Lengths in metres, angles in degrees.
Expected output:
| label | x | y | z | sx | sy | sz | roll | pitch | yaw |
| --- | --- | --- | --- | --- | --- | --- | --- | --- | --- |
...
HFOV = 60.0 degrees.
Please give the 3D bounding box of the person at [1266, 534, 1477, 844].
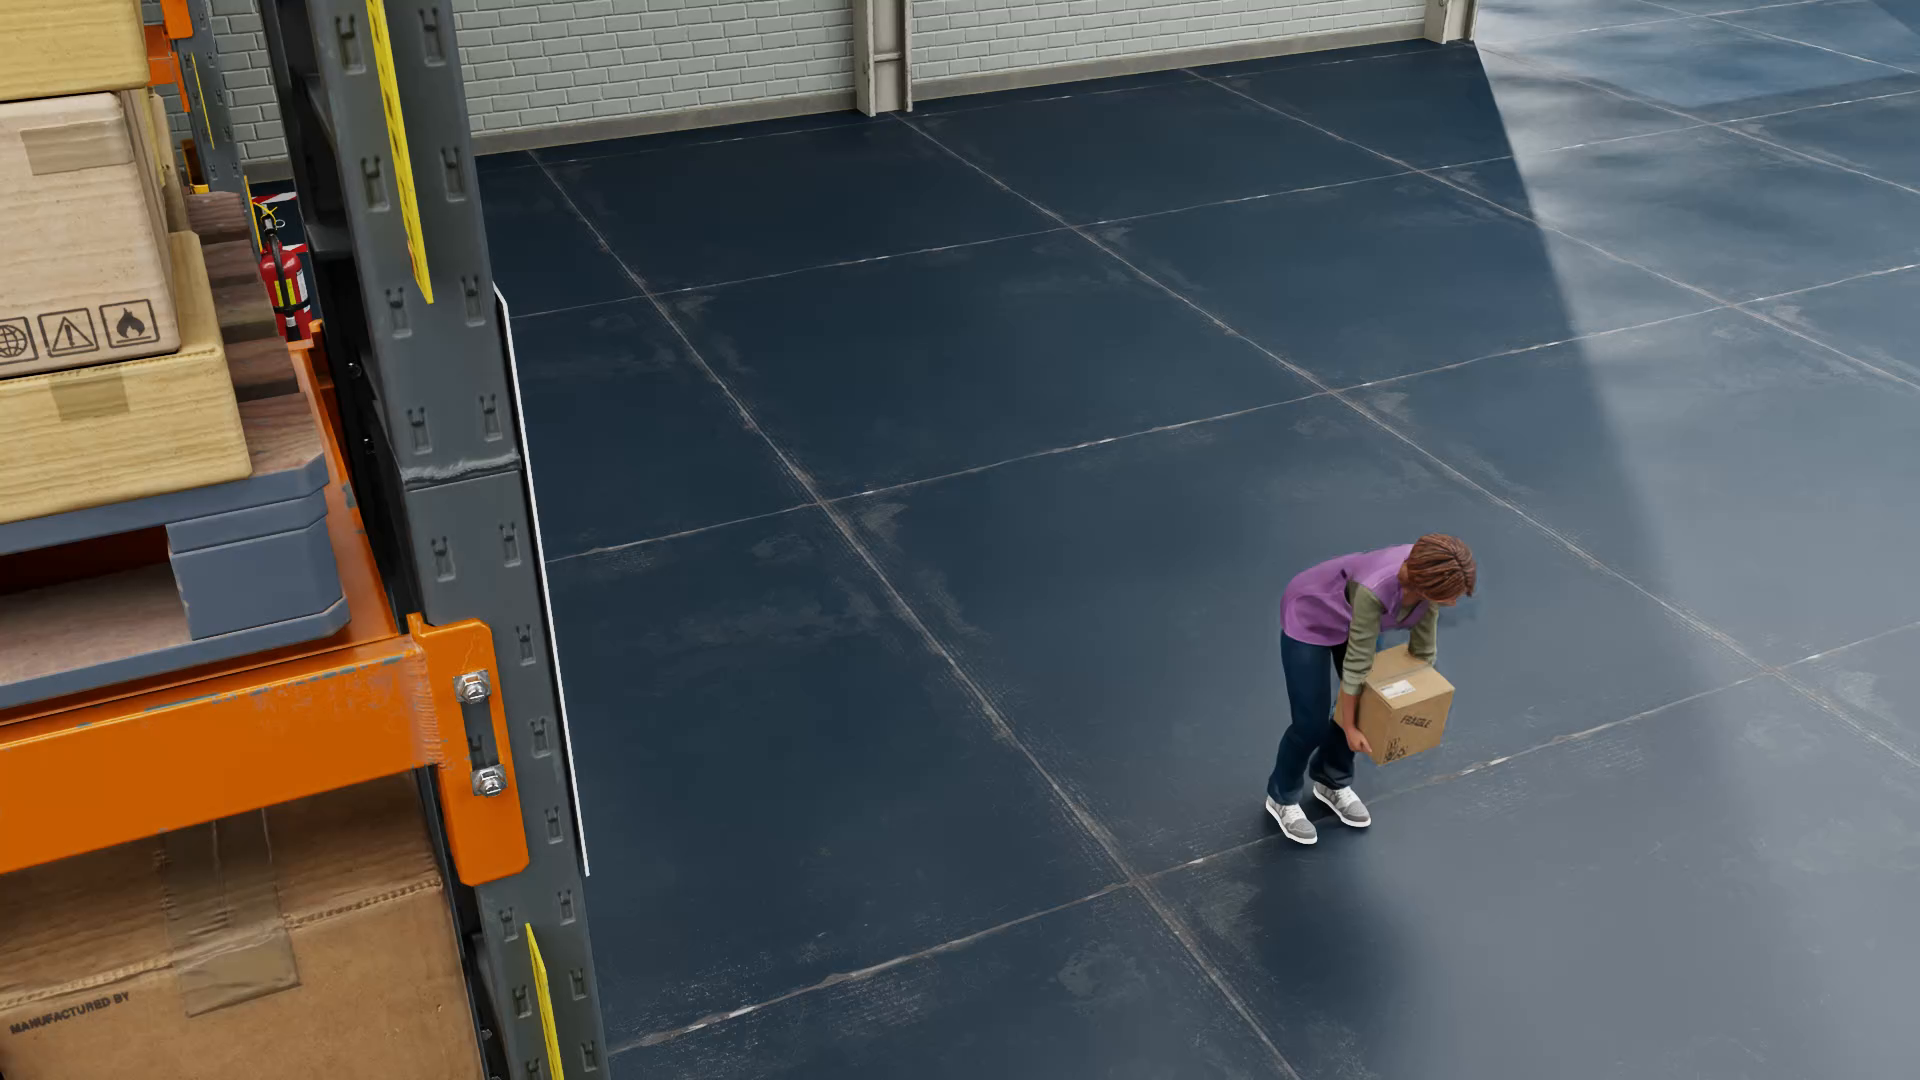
| label | x | y | z | sx | sy | sz | roll | pitch | yaw |
| --- | --- | --- | --- | --- | --- | --- | --- | --- | --- |
| person | 1.351 | 0.478 | 5.540 | 0.377 | 1.370 | 0.737 | -14 | 33 | -23 |
